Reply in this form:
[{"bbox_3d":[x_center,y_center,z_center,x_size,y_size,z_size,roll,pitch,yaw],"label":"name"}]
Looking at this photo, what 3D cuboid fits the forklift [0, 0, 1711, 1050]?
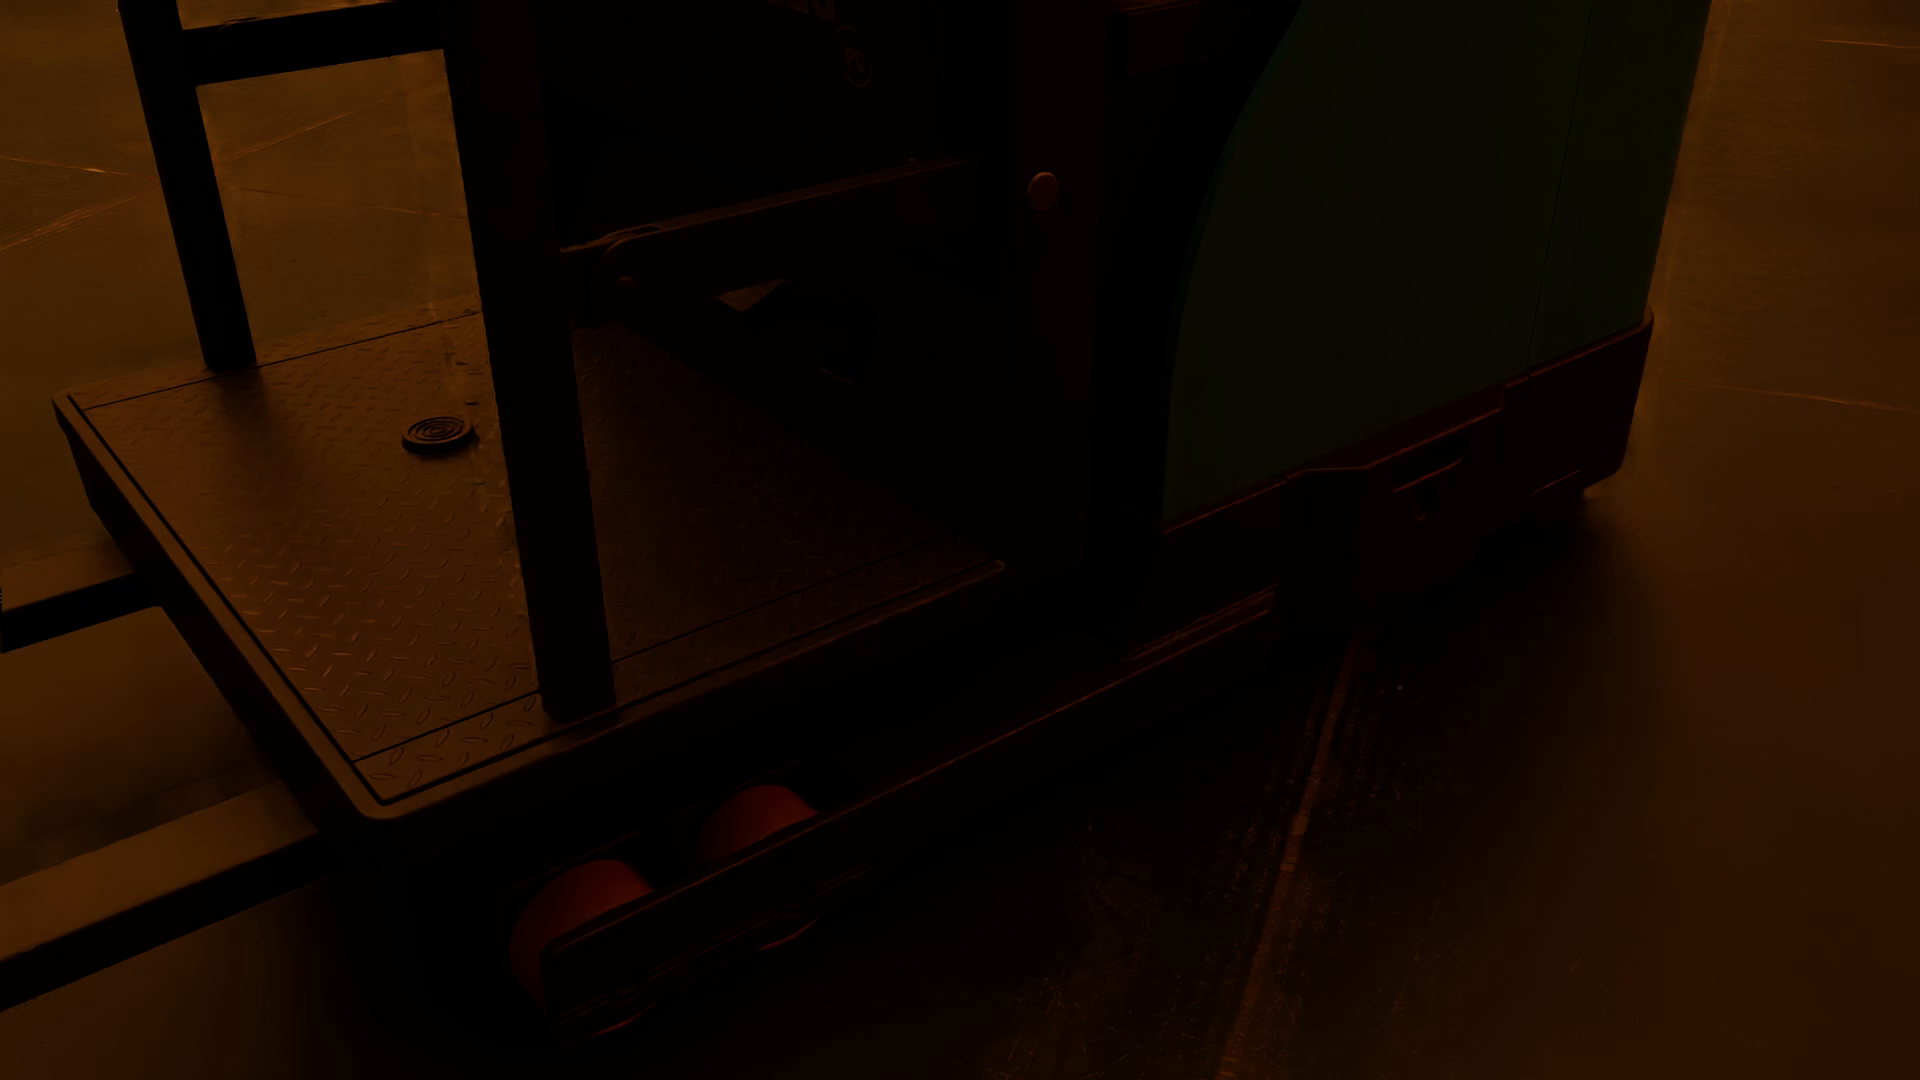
[{"bbox_3d":[-0.442,-1.084,1.440,3.031,2.935,1.130,-21,36,-33],"label":"forklift"}]
